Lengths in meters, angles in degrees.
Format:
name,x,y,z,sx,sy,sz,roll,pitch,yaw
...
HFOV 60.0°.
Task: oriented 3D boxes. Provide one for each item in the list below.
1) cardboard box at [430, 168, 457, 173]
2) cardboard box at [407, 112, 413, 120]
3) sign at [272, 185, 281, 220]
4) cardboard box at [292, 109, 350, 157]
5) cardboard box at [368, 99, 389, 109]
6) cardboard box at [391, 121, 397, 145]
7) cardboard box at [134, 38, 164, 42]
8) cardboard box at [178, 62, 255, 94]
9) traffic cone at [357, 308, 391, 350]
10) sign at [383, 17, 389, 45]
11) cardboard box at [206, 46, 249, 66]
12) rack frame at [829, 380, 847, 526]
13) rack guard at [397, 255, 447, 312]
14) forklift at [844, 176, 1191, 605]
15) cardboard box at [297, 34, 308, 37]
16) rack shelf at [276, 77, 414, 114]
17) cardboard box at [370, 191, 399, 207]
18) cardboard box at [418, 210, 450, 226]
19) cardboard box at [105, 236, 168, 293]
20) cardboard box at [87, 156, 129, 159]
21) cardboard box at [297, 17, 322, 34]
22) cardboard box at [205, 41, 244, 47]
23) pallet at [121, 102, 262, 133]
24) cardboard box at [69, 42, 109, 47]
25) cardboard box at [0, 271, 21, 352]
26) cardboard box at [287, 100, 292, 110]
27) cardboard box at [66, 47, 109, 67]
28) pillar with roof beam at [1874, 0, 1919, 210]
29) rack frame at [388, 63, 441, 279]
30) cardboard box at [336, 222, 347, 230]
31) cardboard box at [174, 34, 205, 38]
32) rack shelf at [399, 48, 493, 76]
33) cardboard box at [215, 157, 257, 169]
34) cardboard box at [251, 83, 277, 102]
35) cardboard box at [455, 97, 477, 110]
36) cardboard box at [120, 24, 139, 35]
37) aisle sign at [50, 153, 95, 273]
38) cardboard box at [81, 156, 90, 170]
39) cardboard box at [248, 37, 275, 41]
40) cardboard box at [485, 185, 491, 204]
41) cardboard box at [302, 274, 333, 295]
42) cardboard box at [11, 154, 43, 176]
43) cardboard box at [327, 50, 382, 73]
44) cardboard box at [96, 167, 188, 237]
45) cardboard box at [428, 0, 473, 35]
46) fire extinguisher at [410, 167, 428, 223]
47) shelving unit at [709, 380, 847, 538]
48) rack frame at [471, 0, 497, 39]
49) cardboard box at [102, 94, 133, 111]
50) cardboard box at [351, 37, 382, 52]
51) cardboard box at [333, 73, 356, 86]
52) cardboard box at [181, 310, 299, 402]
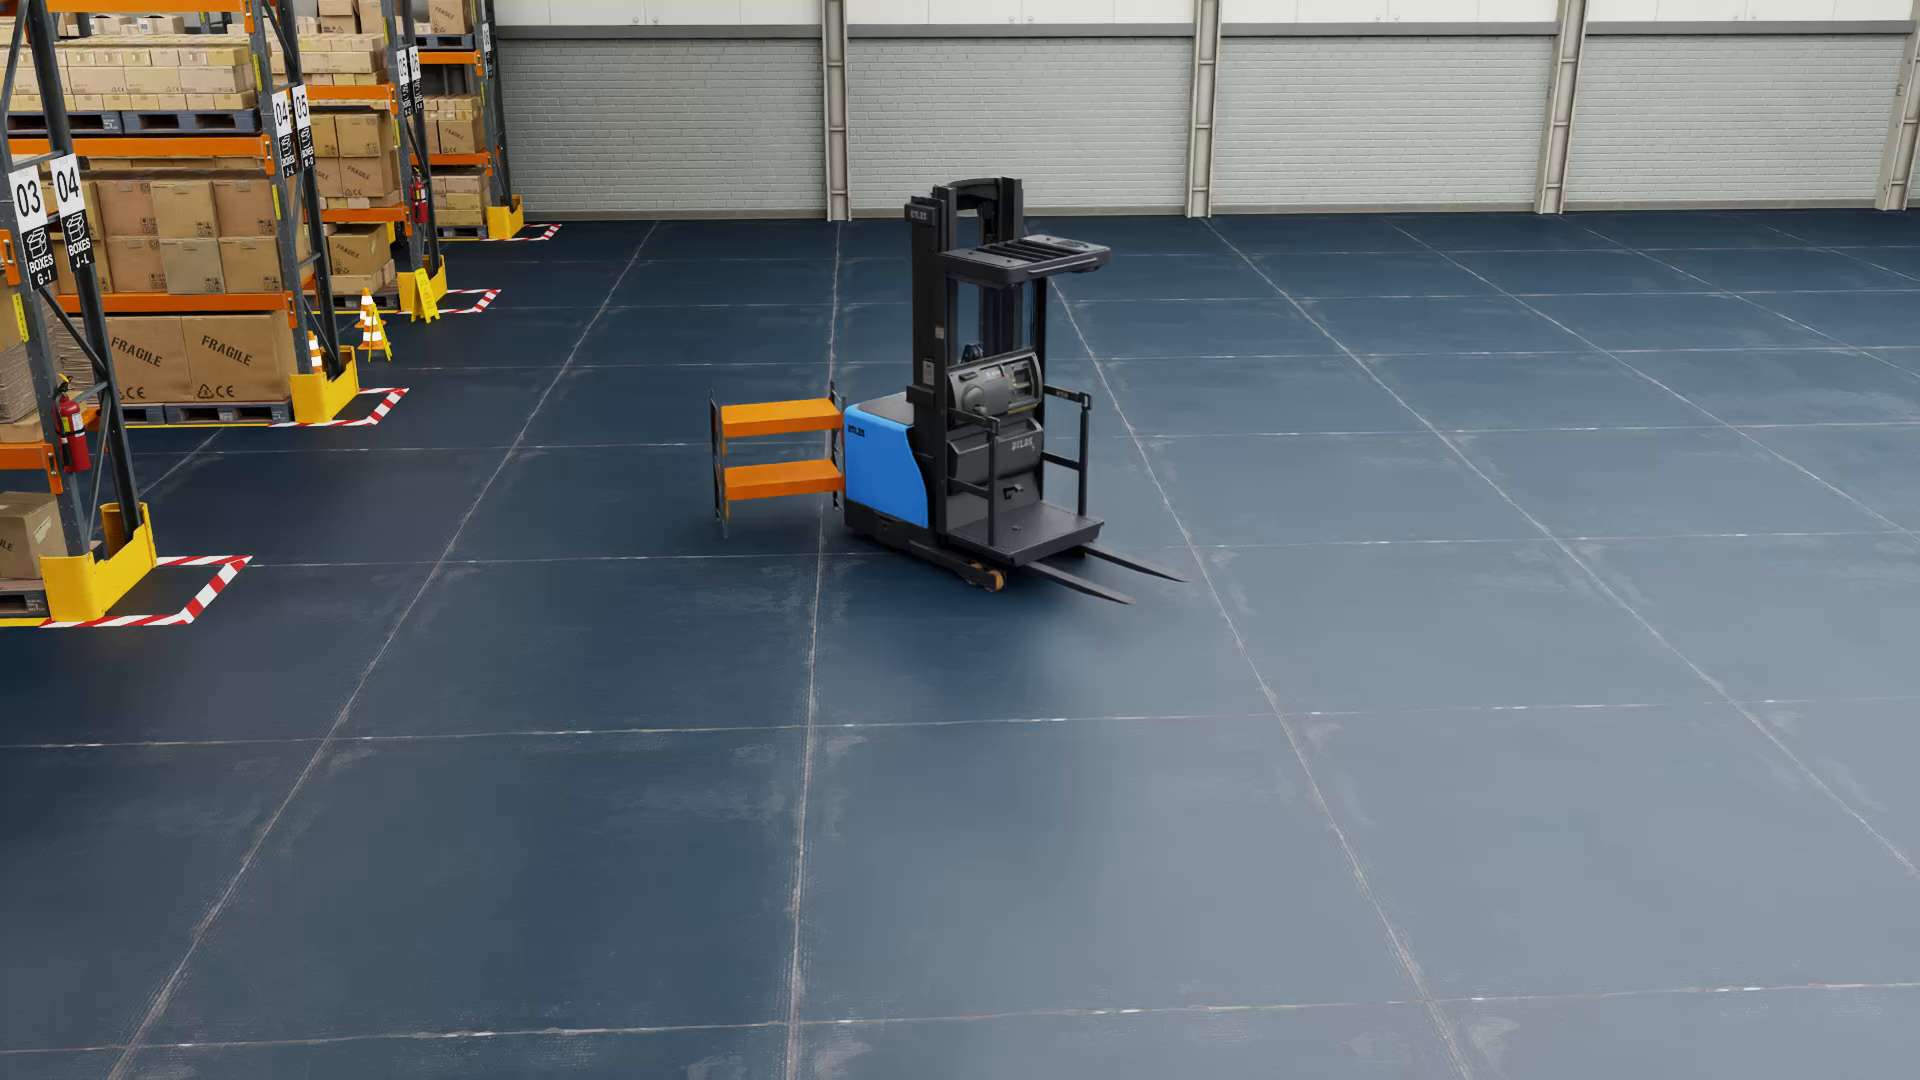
name,x,y,z,sx,sy,sz,roll,pitch,yaw
cardboard box,-8.234,-5.725,26.311,0.500,0.250,0.500,-1,21,-3
cardboard box,-8.339,-6.544,25.540,0.250,0.149,0.380,-1,21,-3
sign,-6.557,-3.240,15.955,0.005,0.325,0.100,-1,21,-3
cardboard box,-7.961,-5.095,20.823,0.500,0.500,0.700,-1,21,-3
cardboard box,-8.858,-6.646,25.390,0.250,0.149,0.380,-1,21,-2
cardboard box,-8.751,-6.226,25.618,0.500,0.500,0.500,-2,21,-4
cardboard box,-9.832,-6.017,20.227,0.250,0.149,0.380,-1,21,-3
cardboard box,-7.047,-4.386,15.770,0.500,0.250,0.500,-1,21,-2
traffic cone,-6.910,-2.497,19.530,0.334,0.463,0.336,-1,21,-3
sign,-6.946,-6.155,20.113,0.005,0.325,0.100,-1,21,-3
cardboard box,-6.891,-4.554,15.652,0.250,0.149,0.380,-1,21,-3
rack frame,-1.013,-0.731,13.959,0.032,1.125,0.500,-6,22,-15
rack guard,-7.033,-3.368,21.764,0.348,0.500,1.175,-1,21,-3
forklift,0.421,-1.179,12.599,1.130,2.935,3.031,-19,28,-40
cardboard box,-8.324,-6.248,20.833,0.250,0.149,0.380,-1,21,-3
rack shelf,-8.954,-5.562,20.810,4.000,0.370,1.077,-1,21,-3
cardboard box,-7.318,-4.336,21.148,0.250,0.149,0.380,0,21,-1
cardboard box,-8.192,-5.083,26.031,0.500,0.250,0.500,-1,21,-3
cardboard box,-8.056,-2.842,16.659,0.550,0.550,0.875,-1,21,-3
cardboard box,-10.499,-5.041,20.682,0.500,0.500,0.700,-1,21,-4
cardboard box,-9.739,-7.724,24.934,0.258,0.266,0.396,-2,21,-4
cardboard box,-7.176,-4.783,16.253,0.250,0.149,0.380,-1,21,-3
pallet,-7.314,-4.123,16.142,1.213,0.211,1.003,-1,21,-3
cardboard box,-8.450,-4.757,16.185,0.250,0.149,0.380,-1,21,-2
cardboard box,-6.927,-1.571,11.568,0.500,0.500,0.500,-1,21,-3
cardboard box,-10.130,-6.624,25.333,0.250,0.149,0.380,-1,21,-2
cardboard box,-8.160,-4.528,15.584,0.250,0.149,0.380,-1,21,-4
pillar with roof beam,16.216,-8.368,22.954,0.400,9.000,9.100,-1,21,-3
rack frame,-6.957,-4.537,21.323,0.127,3.000,1.000,-1,21,-3
cardboard box,-8.324,-3.868,21.785,0.500,0.500,0.500,-2,21,-5
cardboard box,-9.608,-6.224,20.769,0.250,0.149,0.380,-2,21,-4
rack shelf,-9.241,-7.326,25.442,4.000,0.370,1.077,-1,21,-3
cardboard box,-8.990,-4.593,20.911,0.500,0.500,0.500,-1,21,-2
cardboard box,-6.934,-4.415,16.409,0.250,0.149,0.380,-1,21,-3
cardboard box,-7.590,-6.707,25.552,0.250,0.149,0.380,-1,21,-3
cardboard box,-12.318,-7.616,24.817,0.250,0.149,0.380,-1,21,-3
aisle sign,-6.347,-2.340,11.897,0.004,0.787,0.394,-1,21,-3
cardboard box,-11.435,-4.930,21.207,0.500,0.500,0.500,-1,21,-2
cardboard box,-8.555,-6.094,20.428,0.250,0.149,0.380,-2,21,-5
cardboard box,-7.726,-5.510,26.448,0.500,0.250,0.500,-1,21,-2
cardboard box,-8.267,-3.329,21.423,0.500,0.250,0.500,-1,21,-3
cardboard box,-6.680,-2.612,11.700,0.250,0.149,0.380,-1,21,-3
cardboard box,-7.453,-5.902,20.484,0.500,0.250,0.500,-1,21,-4
cardboard box,-8.057,-3.355,16.489,0.550,0.550,0.875,-1,21,-3
cardboard box,-7.672,-7.896,25.059,0.500,0.500,0.500,0,21,-1
fire extinguisher,-6.817,-4.340,20.913,0.183,0.674,0.296,-1,21,-3
shelving unit,-1.502,-0.680,13.826,1.048,1.125,0.538,-6,22,-15
rack frame,-7.244,-9.104,24.887,0.127,3.000,1.000,-1,21,-3
cardboard box,-7.903,-4.161,15.740,0.250,0.149,0.380,-1,21,-4
cardboard box,-7.278,-6.083,20.398,0.250,0.149,0.380,-1,21,-3
cardboard box,-7.544,-5.698,20.510,0.250,0.149,0.380,-1,21,-3
cardboard box,-7.247,-1.947,16.915,0.875,0.875,0.875,-1,21,-3
